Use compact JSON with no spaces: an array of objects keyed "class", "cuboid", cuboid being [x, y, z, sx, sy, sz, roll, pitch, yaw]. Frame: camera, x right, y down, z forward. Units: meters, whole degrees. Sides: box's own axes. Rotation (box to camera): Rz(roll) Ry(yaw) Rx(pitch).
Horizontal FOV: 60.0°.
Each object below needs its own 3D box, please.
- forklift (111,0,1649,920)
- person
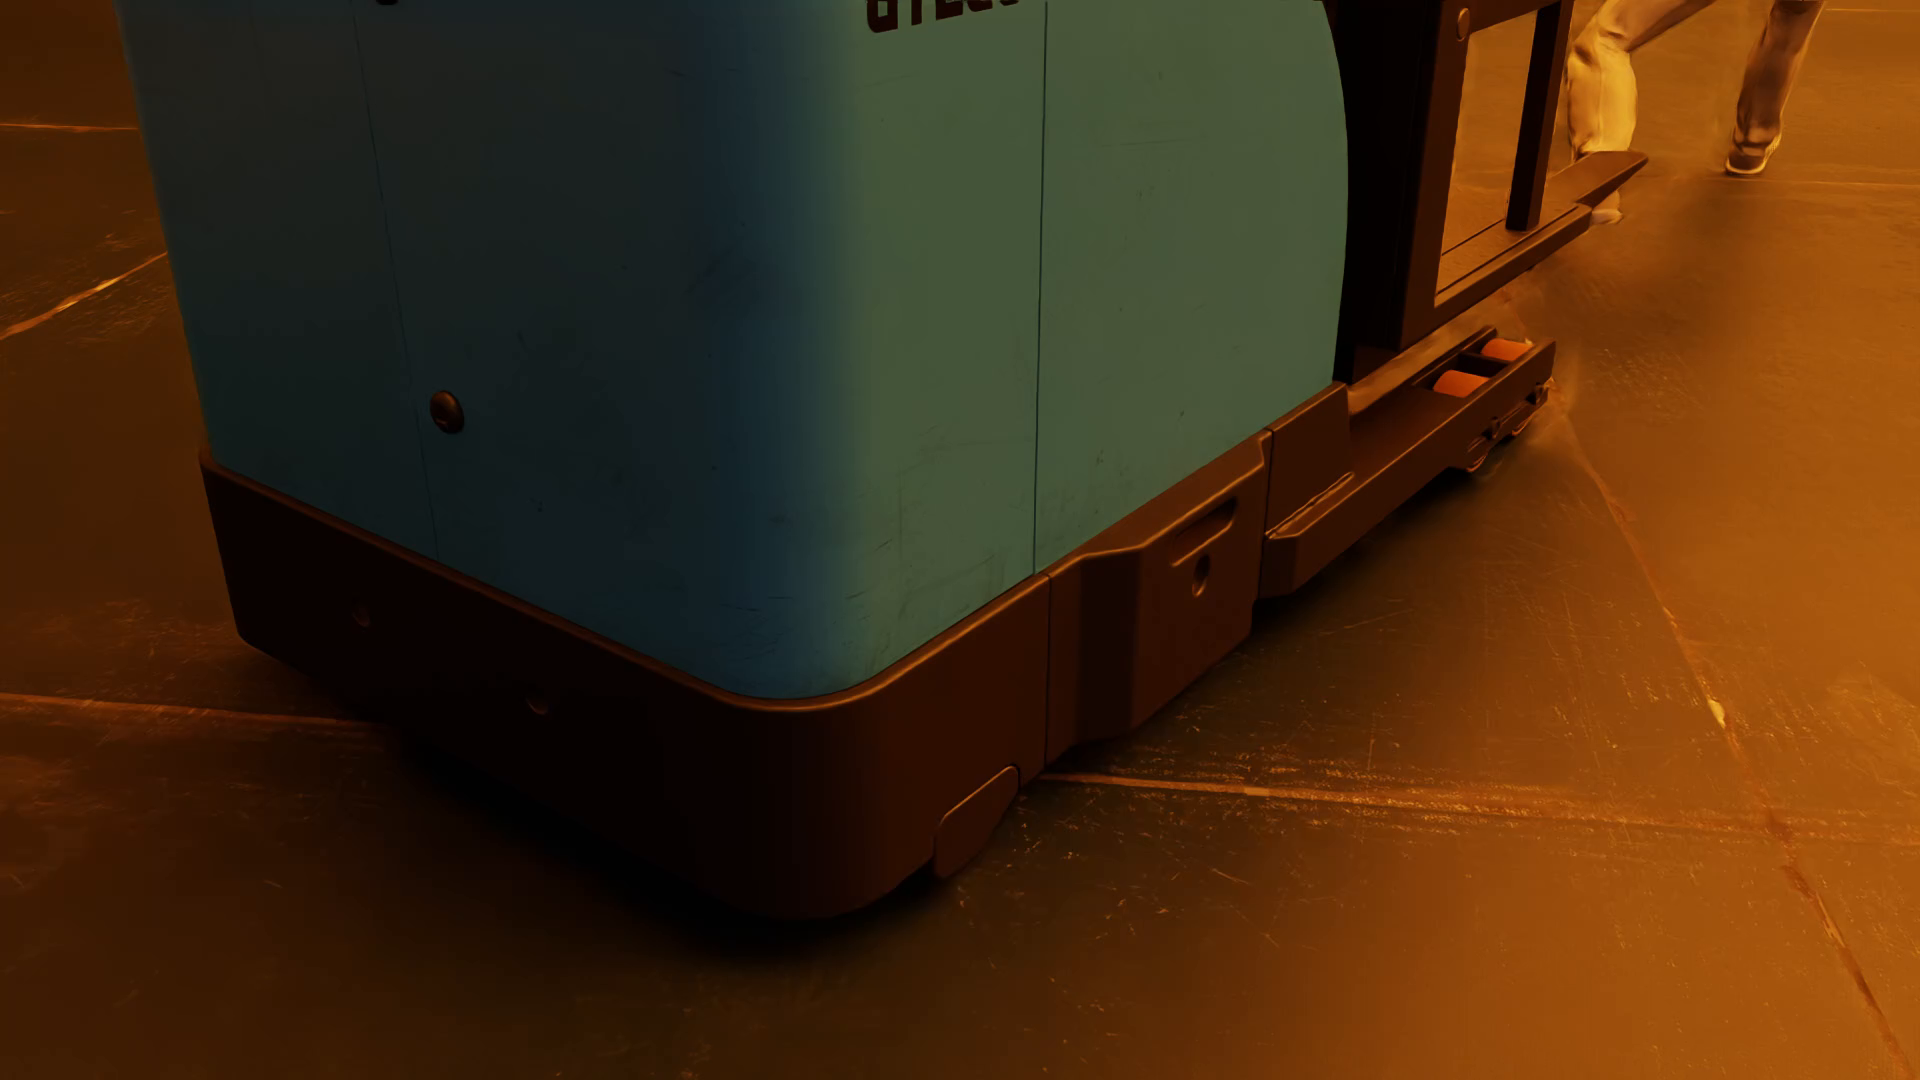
[{"class":"forklift","cuboid":[0.365,-1.540,2.303,1.130,2.935,3.031,19,32,33]},{"class":"person","cuboid":[1.785,-1.464,3.883,1.200,1.397,0.716,-9,28,-18]}]
